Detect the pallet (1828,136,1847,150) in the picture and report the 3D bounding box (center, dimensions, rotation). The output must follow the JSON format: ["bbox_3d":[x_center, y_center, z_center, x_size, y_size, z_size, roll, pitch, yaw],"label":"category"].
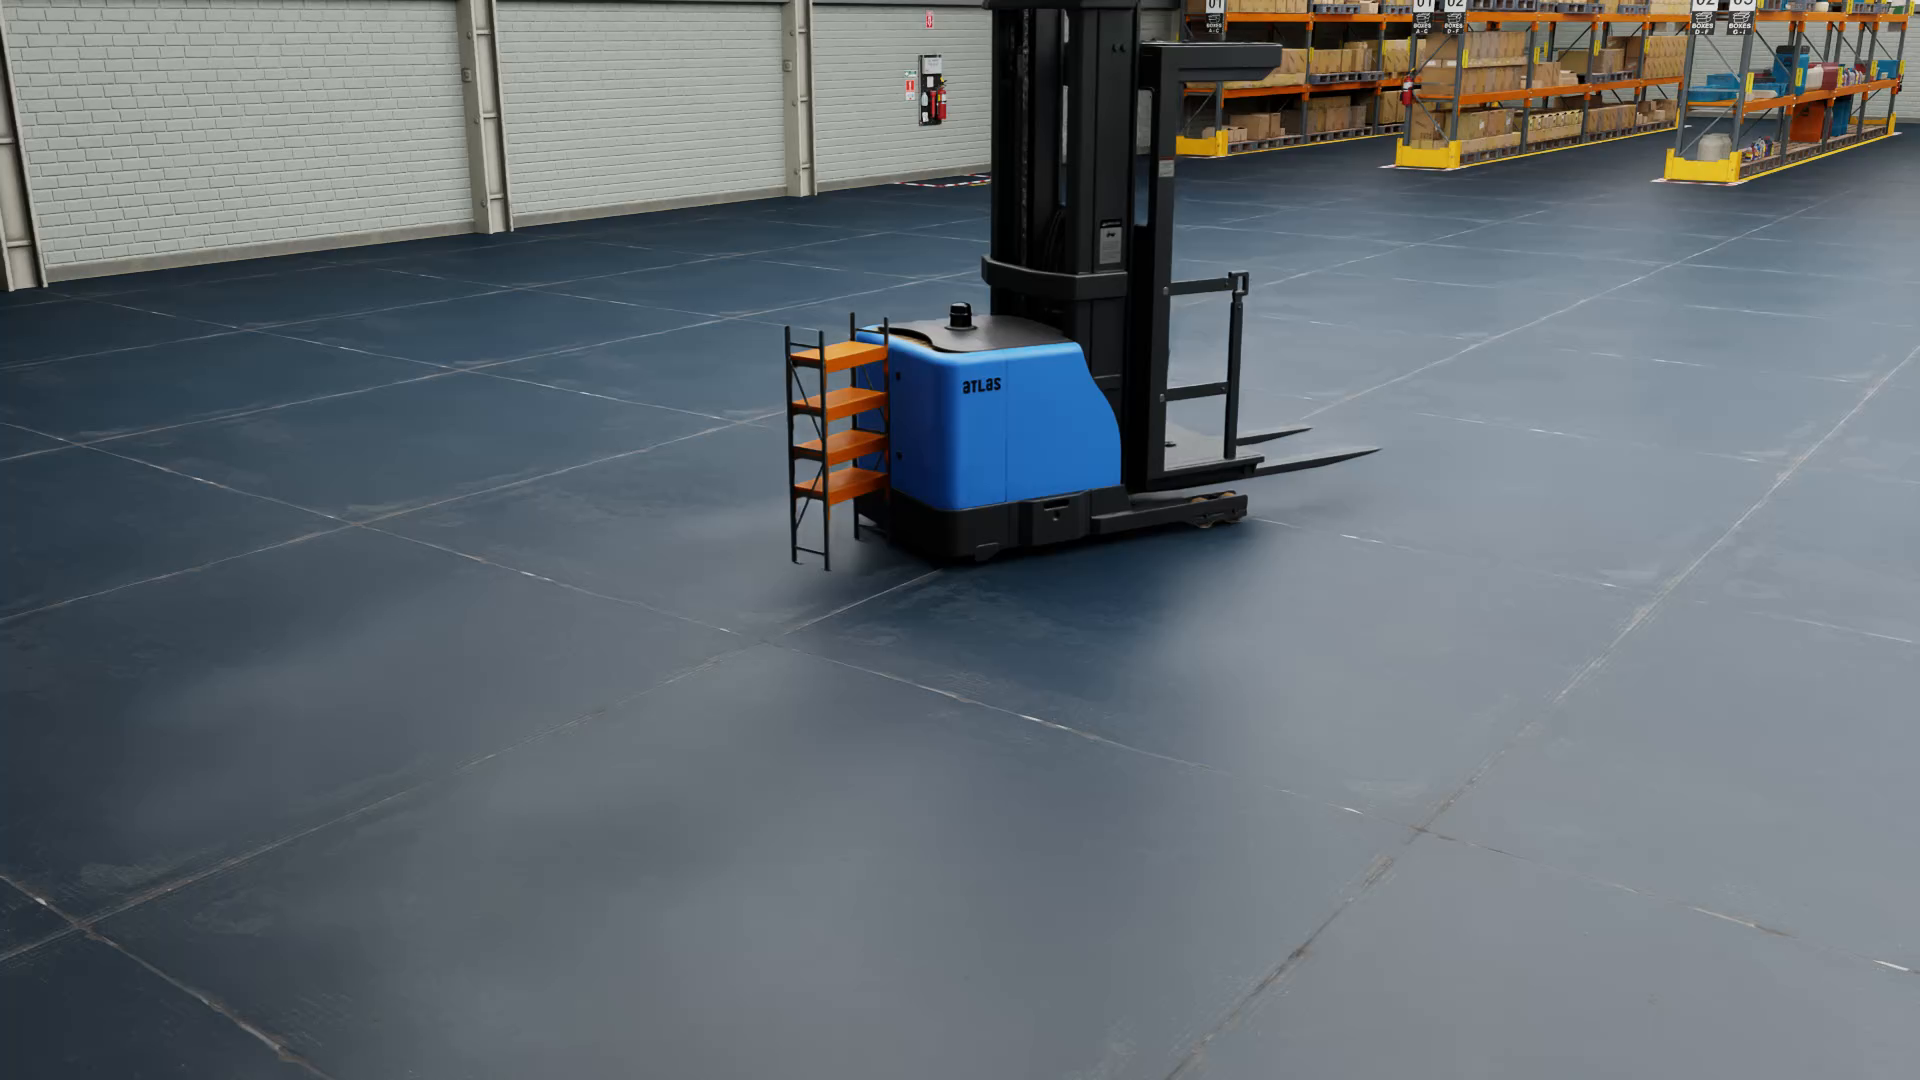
[{"bbox_3d":[18.810,-8.734,36.514,1.003,0.211,1.213,12,21,35],"label":"pallet"}]

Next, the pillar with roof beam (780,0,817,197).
[{"bbox_3d":[0.953,-8.992,22.528,9.100,9.000,0.400,12,21,35],"label":"pillar with roof beam"}]

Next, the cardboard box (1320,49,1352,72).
[{"bbox_3d":[8.693,-11.176,38.763,0.700,0.500,0.500,12,21,35],"label":"cardboard box"}]

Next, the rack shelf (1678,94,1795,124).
[{"bbox_3d":[14.071,-7.809,30.045,1.077,0.370,4.000,12,21,35],"label":"rack shelf"}]

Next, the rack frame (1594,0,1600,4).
[{"bbox_3d":[13.670,-13.323,36.472,1.000,3.000,0.127,12,21,35],"label":"rack frame"}]

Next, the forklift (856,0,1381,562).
[{"bbox_3d":[0.979,-1.587,8.913,3.031,2.935,1.130,-9,20,-28],"label":"forklift"}]

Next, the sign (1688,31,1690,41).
[{"bbox_3d":[18.871,-12.964,42.948,0.100,0.325,0.005,12,21,35],"label":"sign"}]

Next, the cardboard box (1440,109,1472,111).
[{"bbox_3d":[9.867,-8.338,33.199,0.500,0.500,0.500,12,21,35],"label":"cardboard box"}]

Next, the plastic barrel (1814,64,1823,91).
[{"bbox_3d":[17.205,-9.352,33.613,0.421,0.512,0.421,0,17,0],"label":"plastic barrel"}]

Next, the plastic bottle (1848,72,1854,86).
[{"bbox_3d":[19.456,-10.085,36.370,0.152,0.276,0.135,12,21,35],"label":"plastic bottle"}]

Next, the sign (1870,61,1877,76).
[{"bbox_3d":[20.470,-10.569,37.252,0.100,0.325,0.005,12,21,35],"label":"sign"}]

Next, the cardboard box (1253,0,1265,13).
[{"bbox_3d":[5.978,-11.198,34.485,0.500,0.500,0.500,14,22,37],"label":"cardboard box"}]

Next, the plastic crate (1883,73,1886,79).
[{"bbox_3d":[21.888,-11.097,39.764,0.396,0.136,0.243,12,21,35],"label":"plastic crate"}]

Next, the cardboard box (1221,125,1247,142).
[{"bbox_3d":[5.747,-8.637,35.292,0.500,0.311,0.500,15,22,39],"label":"cardboard box"}]

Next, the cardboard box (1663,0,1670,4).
[{"bbox_3d":[17.147,-13.318,40.926,0.500,0.250,0.500,12,21,35],"label":"cardboard box"}]

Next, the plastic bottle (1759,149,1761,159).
[{"bbox_3d":[14.655,-7.105,30.540,0.097,0.201,0.097,0,17,0],"label":"plastic bottle"}]

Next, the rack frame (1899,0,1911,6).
[{"bbox_3d":[22.413,-14.352,39.786,1.000,3.000,0.127,12,21,35],"label":"rack frame"}]

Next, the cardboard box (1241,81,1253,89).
[{"bbox_3d":[5.767,-9.551,34.661,0.500,0.250,0.500,12,21,33],"label":"cardboard box"}]

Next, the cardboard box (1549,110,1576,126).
[{"bbox_3d":[13.252,-9.320,36.680,0.500,0.311,0.500,12,21,34],"label":"cardboard box"}]

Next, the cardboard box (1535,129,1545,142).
[{"bbox_3d":[12.032,-8.566,35.199,0.500,0.250,0.500,13,22,36],"label":"cardboard box"}]

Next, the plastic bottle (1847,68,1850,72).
[{"bbox_3d":[19.629,-10.259,36.806,0.144,0.351,0.185,12,21,35],"label":"plastic bottle"}]

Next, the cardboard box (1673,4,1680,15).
[{"bbox_3d":[17.748,-13.316,41.762,0.500,0.250,0.500,12,21,35],"label":"cardboard box"}]

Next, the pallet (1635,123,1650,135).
[{"bbox_3d":[16.464,-10.242,41.369,1.003,0.211,1.213,12,21,35],"label":"pallet"}]

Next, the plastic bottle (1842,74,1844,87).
[{"bbox_3d":[18.805,-9.809,35.489,0.097,0.271,0.097,0,17,0],"label":"plastic bottle"}]

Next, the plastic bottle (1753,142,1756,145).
[{"bbox_3d":[14.706,-7.227,30.795,0.061,0.283,0.133,12,21,35],"label":"plastic bottle"}]

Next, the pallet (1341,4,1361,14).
[{"bbox_3d":[8.375,-12.098,37.903,1.213,0.211,1.003,12,21,35],"label":"pallet"}]

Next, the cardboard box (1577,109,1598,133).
[{"bbox_3d":[14.171,-9.532,37.853,0.500,0.500,0.500,14,22,37],"label":"cardboard box"}]

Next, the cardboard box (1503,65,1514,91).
[{"bbox_3d":[10.719,-9.319,33.527,0.700,0.500,0.500,12,21,34],"label":"cardboard box"}]

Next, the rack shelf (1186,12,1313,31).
[{"bbox_3d":[6.115,-10.992,35.237,1.077,0.370,4.000,12,21,35],"label":"rack shelf"}]

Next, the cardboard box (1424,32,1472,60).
[{"bbox_3d":[9.224,-9.341,31.410,0.700,0.500,0.500,13,21,35],"label":"cardboard box"}]

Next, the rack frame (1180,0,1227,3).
[{"bbox_3d":[4.923,-12.292,33.152,1.000,3.000,0.127,12,21,35],"label":"rack frame"}]

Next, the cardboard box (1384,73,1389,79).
[{"bbox_3d":[10.229,-11.318,40.521,0.380,0.149,0.250,13,21,35],"label":"cardboard box"}]

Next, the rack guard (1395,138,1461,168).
[{"bbox_3d":[8.889,-7.353,31.578,1.175,0.500,0.348,12,21,35],"label":"rack guard"}]

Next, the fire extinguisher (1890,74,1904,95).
[{"bbox_3d":[22.868,-11.227,40.600,0.296,0.674,0.183,12,21,35],"label":"fire extinguisher"}]

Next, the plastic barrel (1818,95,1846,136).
[{"bbox_3d":[19.270,-9.437,36.906,0.600,0.901,0.708,12,21,35],"label":"plastic barrel"}]

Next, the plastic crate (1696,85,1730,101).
[{"bbox_3d":[13.329,-7.931,29.475,0.499,0.251,0.408,12,21,35],"label":"plastic crate"}]

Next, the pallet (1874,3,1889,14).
[{"bbox_3d":[19.641,-11.673,36.534,1.213,0.211,1.003,12,21,35],"label":"pallet"}]

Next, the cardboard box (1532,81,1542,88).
[{"bbox_3d":[11.979,-9.560,34.894,0.380,0.149,0.250,12,21,35],"label":"cardboard box"}]

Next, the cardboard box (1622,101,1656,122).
[{"bbox_3d":[17.169,-10.877,42.178,0.797,0.503,0.637,12,21,35],"label":"cardboard box"}]

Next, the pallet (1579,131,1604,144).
[{"bbox_3d":[14.145,-9.297,38.326,1.003,0.211,1.213,12,21,35],"label":"pallet"}]

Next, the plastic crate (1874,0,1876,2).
[{"bbox_3d":[21.282,-12.574,39.225,0.504,0.338,0.767,12,21,35],"label":"plastic crate"}]

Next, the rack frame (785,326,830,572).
[{"bbox_3d":[-0.745,-0.438,8.132,0.240,1.200,0.015,12,21,35],"label":"rack frame"}]

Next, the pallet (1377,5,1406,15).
[{"bbox_3d":[10.031,-12.837,40.285,1.213,0.211,1.003,14,22,37],"label":"pallet"}]

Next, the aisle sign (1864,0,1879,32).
[{"bbox_3d":[22.217,-12.798,40.515,0.394,0.787,0.004,12,21,35],"label":"aisle sign"}]

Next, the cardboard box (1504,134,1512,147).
[{"bbox_3d":[10.880,-8.126,33.781,0.500,0.250,0.500,12,21,35],"label":"cardboard box"}]

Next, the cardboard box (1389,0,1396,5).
[{"bbox_3d":[10.206,-13.284,40.493,0.700,0.500,0.500,11,20,32],"label":"cardboard box"}]

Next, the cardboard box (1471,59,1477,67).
[{"bbox_3d":[9.615,-9.088,31.688,0.380,0.149,0.250,13,21,35],"label":"cardboard box"}]

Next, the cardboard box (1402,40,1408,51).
[{"bbox_3d":[10.782,-12.200,41.004,0.500,0.250,0.500,13,21,35],"label":"cardboard box"}]

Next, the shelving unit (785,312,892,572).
[{"bbox_3d":[-0.600,-0.496,8.319,0.258,1.200,0.503,12,21,35],"label":"shelving unit"}]

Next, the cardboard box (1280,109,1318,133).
[{"bbox_3d":[7.732,-9.574,37.989,0.700,0.500,0.500,13,22,37],"label":"cardboard box"}]

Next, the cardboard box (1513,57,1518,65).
[{"bbox_3d":[10.994,-9.638,33.461,0.380,0.149,0.250,12,21,33],"label":"cardboard box"}]

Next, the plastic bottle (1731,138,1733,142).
[{"bbox_3d":[14.564,-7.429,31.335,0.144,0.351,0.185,12,21,35],"label":"plastic bottle"}]
